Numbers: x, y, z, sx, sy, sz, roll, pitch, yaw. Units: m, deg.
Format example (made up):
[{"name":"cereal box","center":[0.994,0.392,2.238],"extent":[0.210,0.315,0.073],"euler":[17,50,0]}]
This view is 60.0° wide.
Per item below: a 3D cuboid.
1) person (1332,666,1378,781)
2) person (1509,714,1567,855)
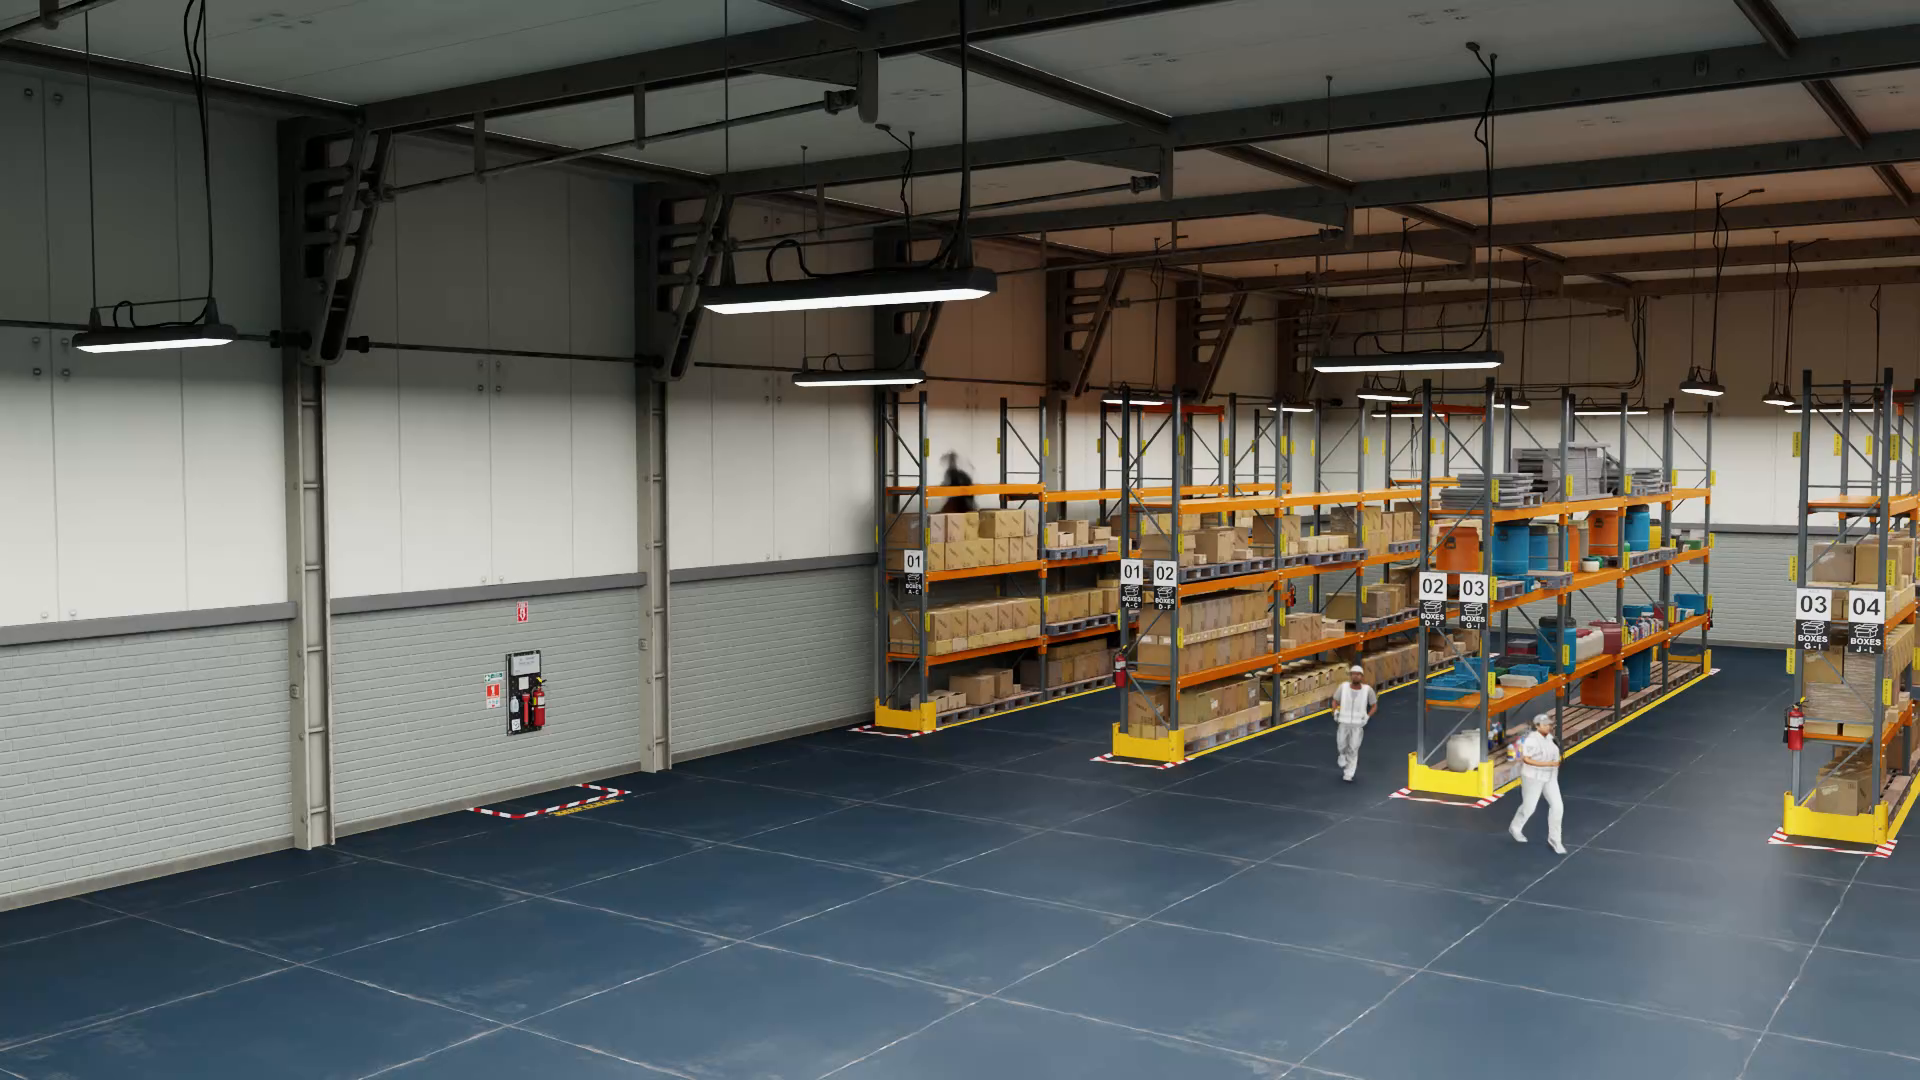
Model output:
[{"name":"person","center":[5.958,2.756,25.119],"extent":[0.680,1.734,0.649],"euler":[1,3,17]},{"name":"person","center":[7.207,3.020,20.736],"extent":[0.615,1.735,0.784],"euler":[-1,4,-25]}]
